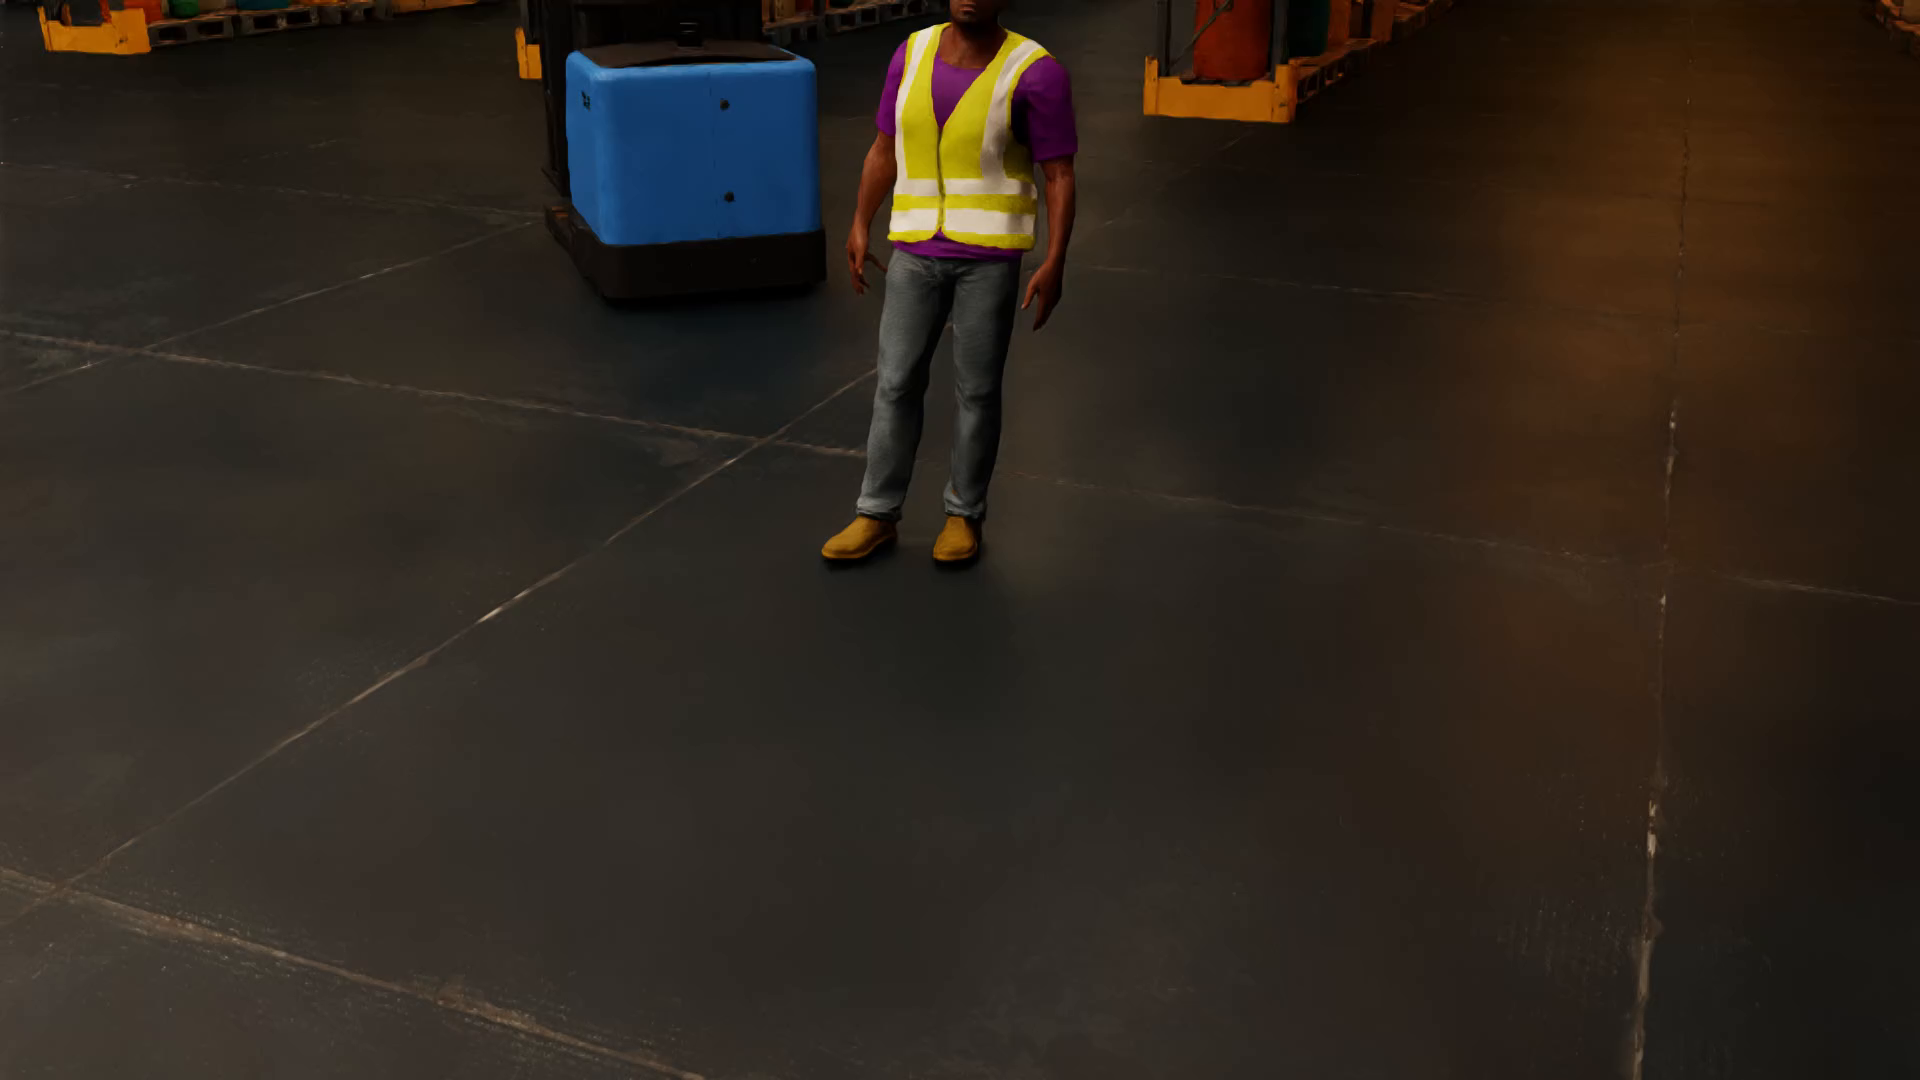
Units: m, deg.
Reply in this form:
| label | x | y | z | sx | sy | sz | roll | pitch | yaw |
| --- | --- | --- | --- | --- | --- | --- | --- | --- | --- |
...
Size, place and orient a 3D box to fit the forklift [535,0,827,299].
| label | x | y | z | sx | sy | sz | roll | pitch | yaw |
| --- | --- | --- | --- | --- | --- | --- | --- | --- | --- |
| forklift | -1.618 | -2.982 | 8.427 | 1.130 | 2.935 | 3.031 | -8 | 24 | -19 |

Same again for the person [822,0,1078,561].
| label | x | y | z | sx | sy | sz | roll | pitch | yaw |
| --- | --- | --- | --- | --- | --- | --- | --- | --- | --- |
| person | -0.032 | -0.797 | 4.692 | 0.665 | 1.766 | 0.576 | 9 | 24 | 21 |
